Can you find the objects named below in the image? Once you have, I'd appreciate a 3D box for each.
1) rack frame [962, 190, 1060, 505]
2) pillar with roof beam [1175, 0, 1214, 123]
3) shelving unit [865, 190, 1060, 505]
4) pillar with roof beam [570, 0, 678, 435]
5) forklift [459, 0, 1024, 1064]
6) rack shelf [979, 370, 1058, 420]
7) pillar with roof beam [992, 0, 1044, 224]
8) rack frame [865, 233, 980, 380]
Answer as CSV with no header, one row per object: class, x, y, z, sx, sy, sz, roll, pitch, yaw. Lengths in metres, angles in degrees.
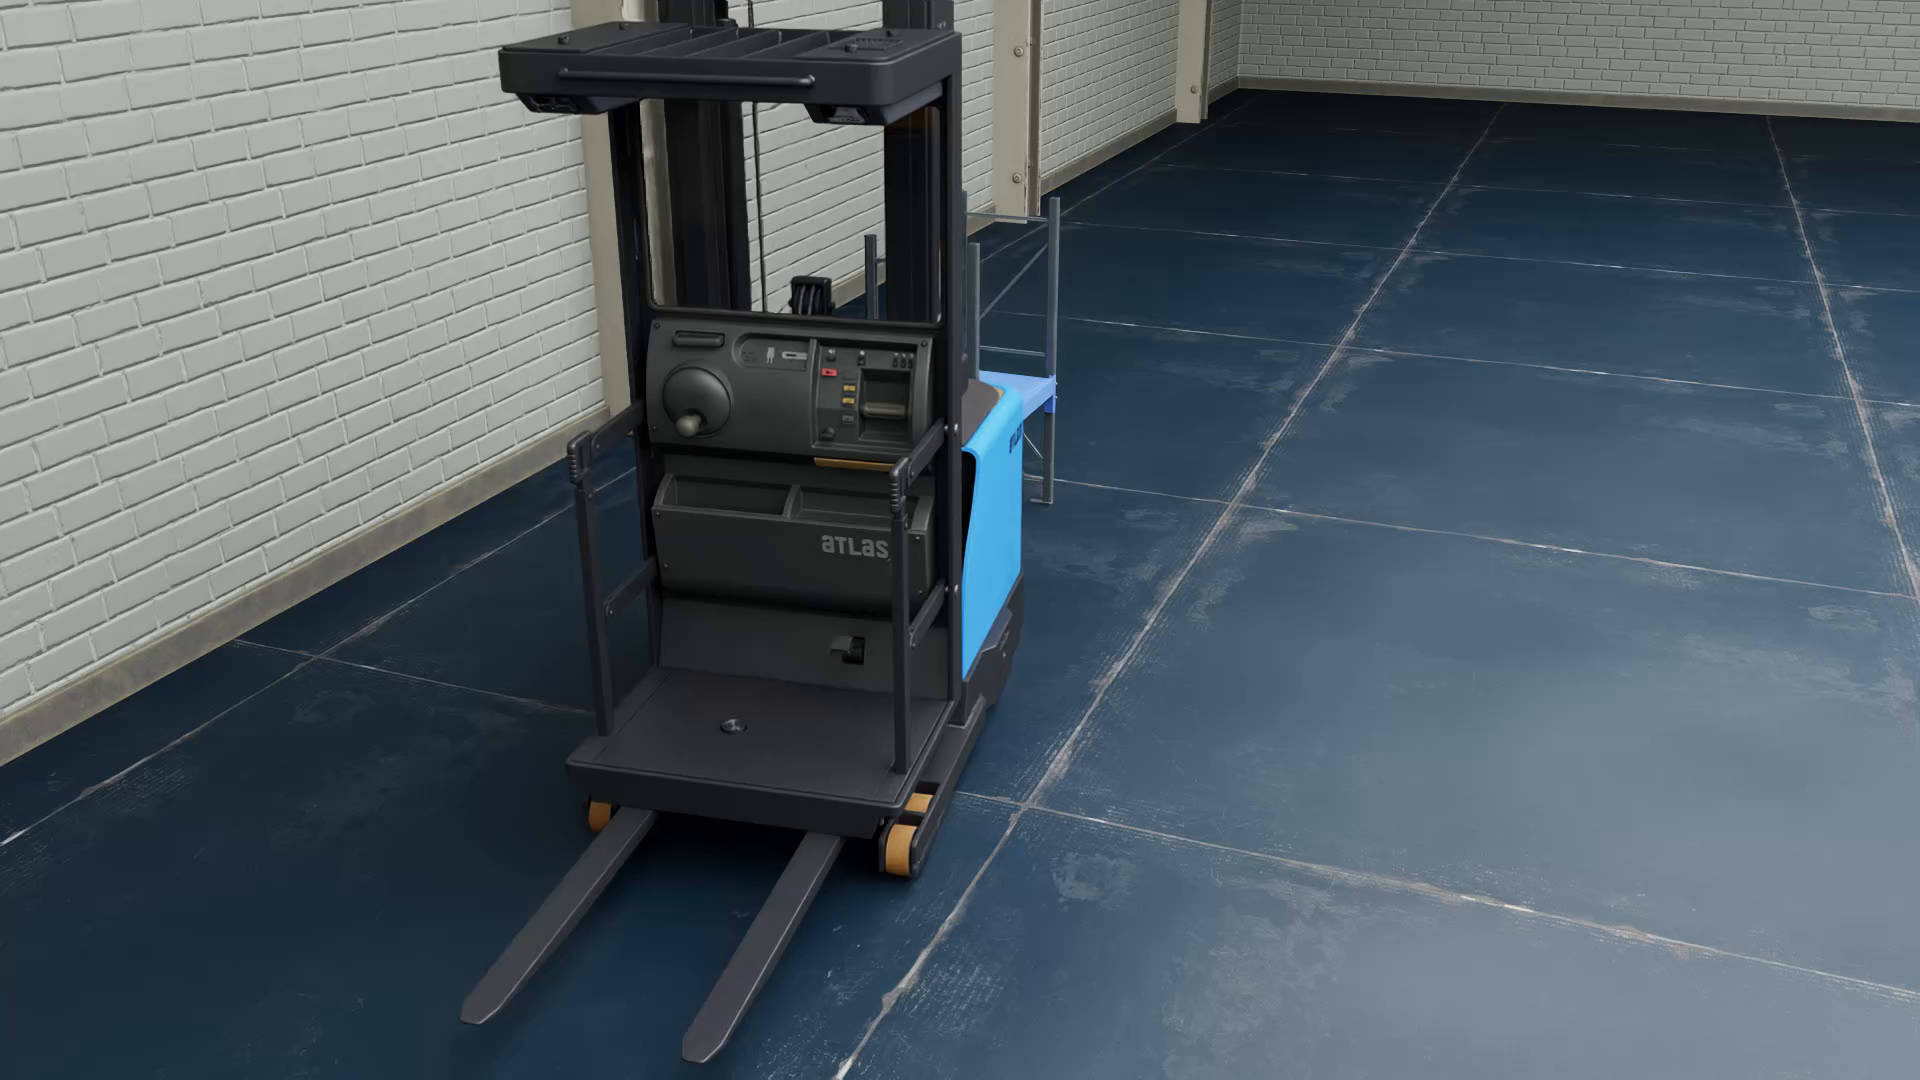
rack frame,0.221,-0.904,7.970,0.500,1.500,0.032,9,24,20
pillar with roof beam,6.713,-8.483,16.383,9.100,9.000,0.400,9,24,20
shelving unit,0.032,-0.723,7.534,0.538,1.500,1.048,9,24,20
pillar with roof beam,2.255,-4.189,6.103,9.100,9.000,0.400,9,24,20
forklift,-0.593,-0.457,5.042,1.130,2.935,3.031,5,23,13
rack shelf,0.032,-0.557,7.603,0.538,0.185,1.000,9,24,20
pillar with roof beam,4.484,-6.336,11.243,9.100,9.000,0.400,9,24,20
rack frame,-0.157,-0.541,7.098,0.500,1.500,0.032,9,24,20
